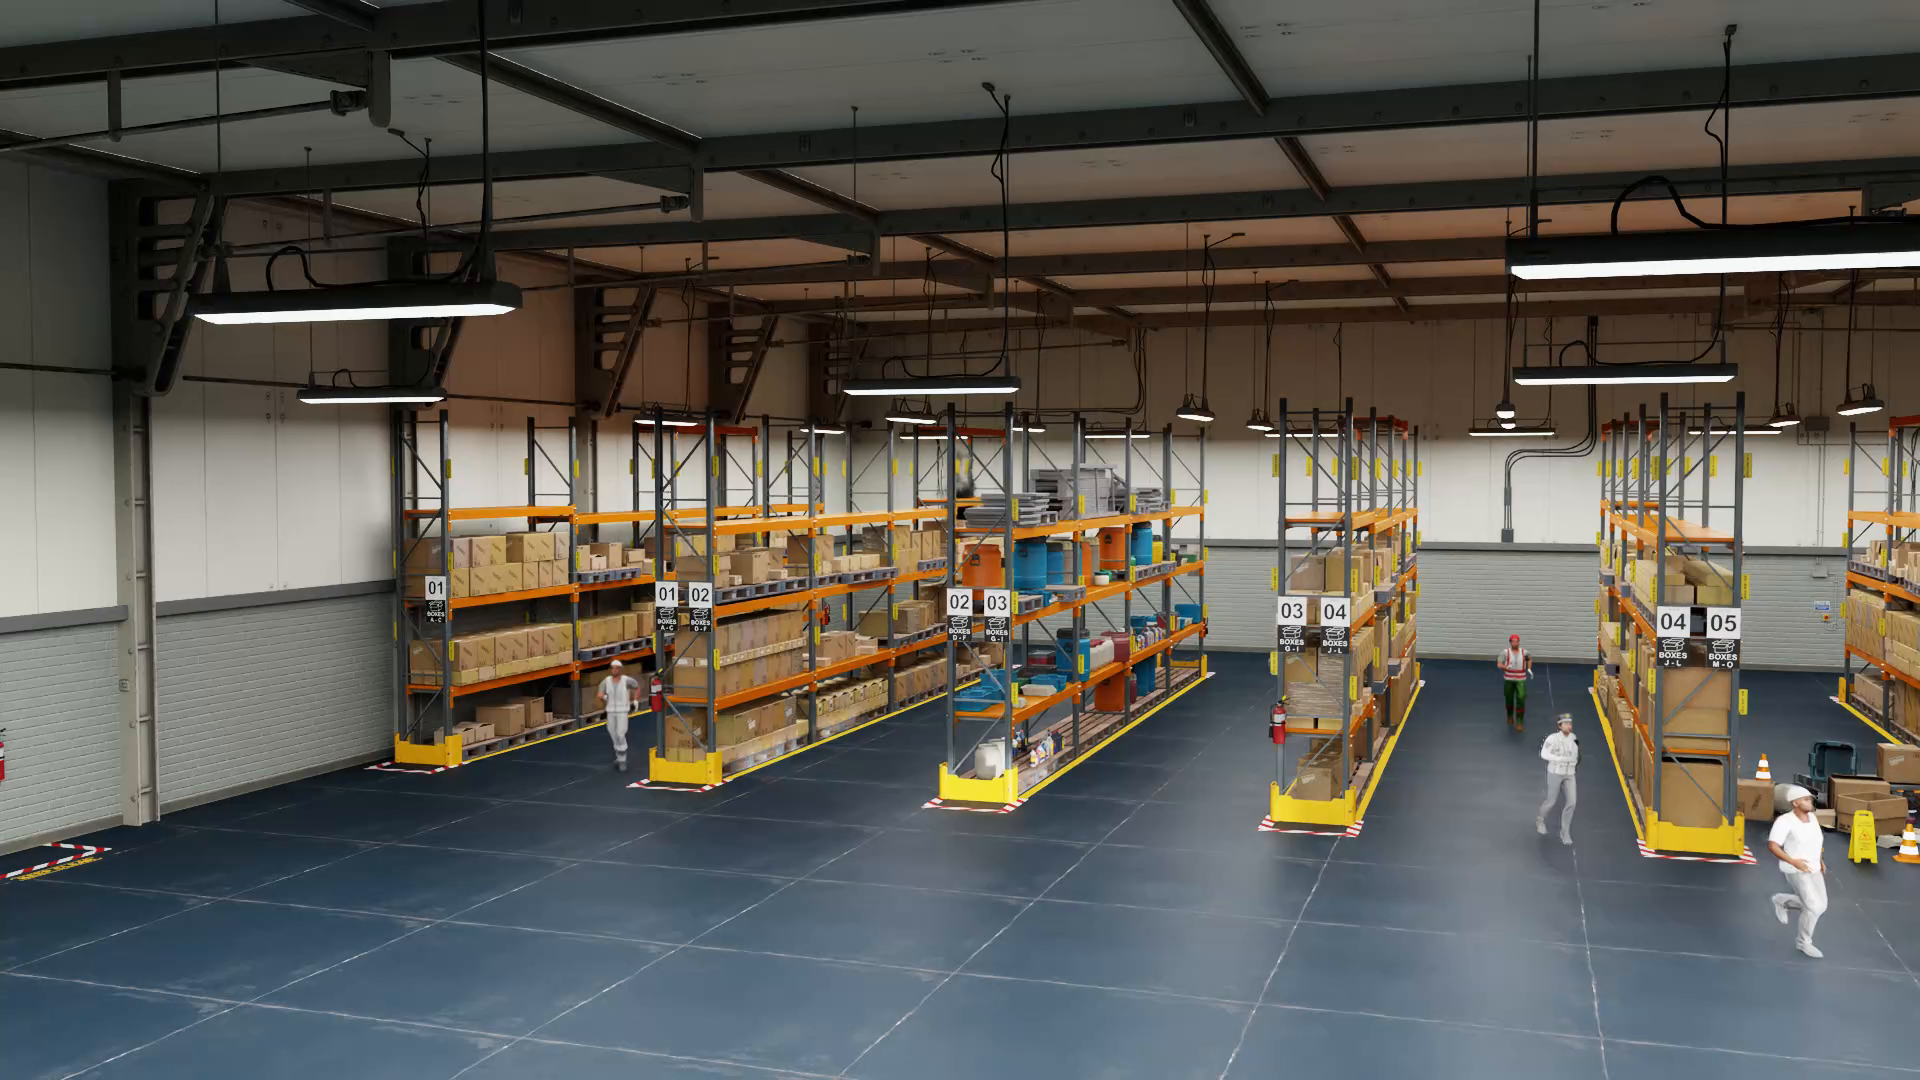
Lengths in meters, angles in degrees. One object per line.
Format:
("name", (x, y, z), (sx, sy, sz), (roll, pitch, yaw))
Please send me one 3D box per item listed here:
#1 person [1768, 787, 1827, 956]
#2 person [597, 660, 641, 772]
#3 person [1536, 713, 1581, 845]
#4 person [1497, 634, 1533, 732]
("person", (8.710, 3.411, 17.316), (0.720, 1.706, 0.661), (-1, 3, -30))
("person", (-5.716, 2.920, 27.694), (0.651, 1.858, 0.726), (0, 2, 7))
("person", (8.102, 3.201, 22.458), (0.627, 1.762, 0.726), (0, 2, -11))
("person", (10.662, 2.711, 31.928), (0.661, 1.813, 0.929), (1, 3, 16))
